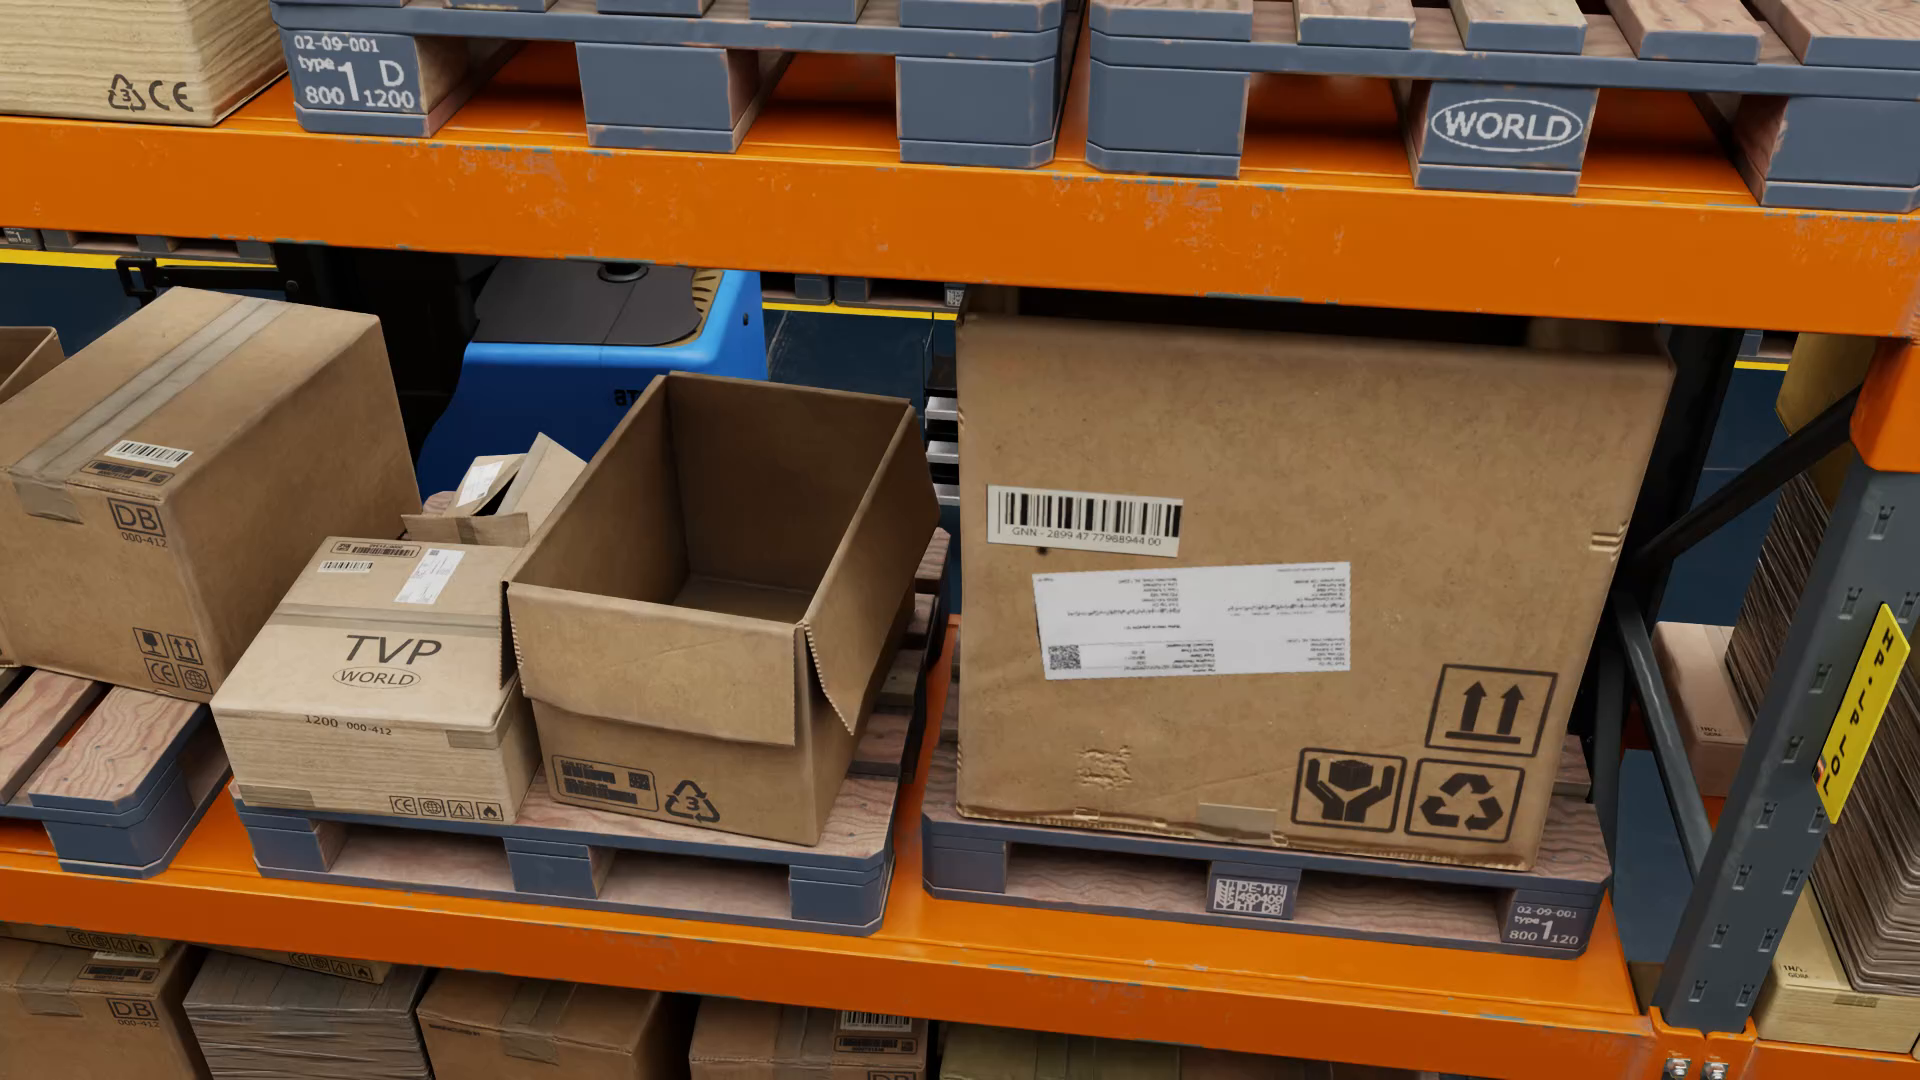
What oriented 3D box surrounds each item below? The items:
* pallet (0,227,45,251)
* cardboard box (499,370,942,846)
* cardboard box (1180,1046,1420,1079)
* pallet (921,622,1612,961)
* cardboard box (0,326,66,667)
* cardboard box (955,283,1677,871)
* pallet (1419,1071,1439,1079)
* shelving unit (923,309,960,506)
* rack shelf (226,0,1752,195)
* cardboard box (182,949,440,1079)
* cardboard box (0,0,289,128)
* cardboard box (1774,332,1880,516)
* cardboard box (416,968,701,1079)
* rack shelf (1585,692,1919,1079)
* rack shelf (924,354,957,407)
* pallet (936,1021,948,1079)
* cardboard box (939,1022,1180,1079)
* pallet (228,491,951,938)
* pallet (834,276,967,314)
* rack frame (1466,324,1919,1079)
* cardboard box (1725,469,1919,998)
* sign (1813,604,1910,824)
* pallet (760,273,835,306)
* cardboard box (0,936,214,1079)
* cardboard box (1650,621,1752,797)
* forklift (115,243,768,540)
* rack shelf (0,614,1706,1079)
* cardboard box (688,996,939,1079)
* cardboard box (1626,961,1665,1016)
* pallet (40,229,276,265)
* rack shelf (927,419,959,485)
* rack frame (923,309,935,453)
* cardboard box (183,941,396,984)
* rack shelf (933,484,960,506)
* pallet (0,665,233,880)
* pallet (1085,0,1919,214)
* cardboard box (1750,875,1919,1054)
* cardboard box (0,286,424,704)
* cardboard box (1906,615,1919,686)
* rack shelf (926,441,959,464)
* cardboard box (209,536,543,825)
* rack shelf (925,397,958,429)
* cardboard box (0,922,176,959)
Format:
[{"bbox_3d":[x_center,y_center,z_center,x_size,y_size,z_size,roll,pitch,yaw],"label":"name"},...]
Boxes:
[{"bbox_3d":[-5.107,-1.853,8.664,1.213,0.211,1.003,4,36,6],"label":"pallet"},{"bbox_3d":[-0.407,0.110,3.063,0.637,0.503,0.797,8,36,11],"label":"cardboard box"},{"bbox_3d":[0.717,1.178,3.790,0.500,0.500,0.700,2,36,2],"label":"cardboard box"},{"bbox_3d":[0.584,0.336,3.363,1.213,0.211,1.003,4,36,6],"label":"pallet"},{"bbox_3d":[-2.103,-0.093,3.350,0.500,0.500,0.500,0,36,0],"label":"cardboard box"},{"bbox_3d":[0.554,-0.157,3.009,1.000,1.000,1.000,4,36,6],"label":"cardboard box"},{"bbox_3d":[0.551,1.476,4.000,1.213,0.211,1.003,4,36,6],"label":"pallet"},{"bbox_3d":[3.554,-4.564,9.896,5.845,3.194,12.311,4,36,6],"label":"shelving unit"},{"bbox_3d":[-0.660,-0.787,2.578,3.809,0.052,0.919,4,36,6],"label":"rack shelf"},{"bbox_3d":[-1.425,1.012,4.023,0.500,0.500,0.700,1,36,2],"label":"cardboard box"},{"bbox_3d":[-1.190,-0.806,2.344,0.500,0.250,0.500,5,36,7],"label":"cardboard box"},{"bbox_3d":[1.805,-0.296,2.880,0.500,0.500,0.500,4,36,6],"label":"cardboard box"},{"bbox_3d":[-0.862,1.050,3.970,0.500,0.500,0.700,7,36,10],"label":"cardboard box"},{"bbox_3d":[3.307,0.839,3.112,4.000,0.370,1.077,4,36,6],"label":"rack shelf"},{"bbox_3d":[3.556,-4.828,9.708,5.840,2.546,12.311,4,36,6],"label":"rack shelf"},{"bbox_3d":[-0.662,1.387,4.124,1.213,0.211,1.003,4,36,6],"label":"pallet"},{"bbox_3d":[0.247,1.132,3.854,0.500,0.500,0.700,4,36,6],"label":"cardboard box"},{"bbox_3d":[-0.675,0.303,3.409,1.213,0.211,1.003,4,36,6],"label":"pallet"},{"bbox_3d":[0.067,-1.420,8.058,1.213,0.211,1.003,4,36,6],"label":"pallet"},{"bbox_3d":[1.324,0.398,3.110,0.127,3.000,1.000,4,36,6],"label":"rack frame"},{"bbox_3d":[1.762,0.305,2.898,0.500,0.500,0.875,4,36,6],"label":"cardboard box"},{"bbox_3d":[1.257,0.247,2.326,0.005,0.325,0.100,4,36,6],"label":"sign"},{"bbox_3d":[-1.139,-1.512,8.186,1.213,0.211,1.003,4,36,6],"label":"pallet"},{"bbox_3d":[-1.977,0.978,4.070,0.500,0.500,0.700,2,36,3],"label":"cardboard box"},{"bbox_3d":[1.574,0.347,3.398,0.250,0.149,0.380,4,36,6],"label":"cardboard box"},{"bbox_3d":[-2.640,0.789,2.622,3.443,2.935,8.118,2,36,2],"label":"forklift"},{"bbox_3d":[-0.660,0.543,3.527,4.000,0.370,1.077,4,36,6],"label":"rack shelf"},{"bbox_3d":[-0.308,1.091,3.912,0.500,0.500,0.700,1,36,2],"label":"cardboard box"},{"bbox_3d":[1.715,1.297,3.641,0.500,0.500,0.500,3,36,5],"label":"cardboard box"},{"bbox_3d":[-3.893,-1.764,8.540,1.213,0.211,1.003,4,36,6],"label":"pallet"},{"bbox_3d":[-0.008,-0.338,6.010,0.200,0.252,0.258,4,36,6],"label":"rack shelf"},{"bbox_3d":[-0.109,-0.374,6.000,0.006,0.900,0.240,4,36,6],"label":"rack frame"},{"bbox_3d":[-1.448,0.701,3.814,0.500,0.250,0.500,8,36,11],"label":"cardboard box"},{"bbox_3d":[-0.008,-0.193,6.113,0.200,0.077,0.258,4,36,6],"label":"rack shelf"},{"bbox_3d":[-1.923,0.171,3.593,1.003,0.211,1.213,4,36,6],"label":"pallet"},{"bbox_3d":[0.725,-0.854,2.444,1.003,0.211,1.213,4,36,6],"label":"pallet"},{"bbox_3d":[1.499,0.689,2.918,0.250,0.149,0.380,4,36,6],"label":"cardboard box"},{"bbox_3d":[-1.537,-0.109,3.373,0.500,0.500,0.700,9,37,13],"label":"cardboard box"},{"bbox_3d":[1.738,0.009,2.453,0.500,0.500,0.500,4,36,6],"label":"cardboard box"},{"bbox_3d":[-0.008,-0.340,6.009,0.200,0.077,0.258,4,36,6],"label":"rack shelf"},{"bbox_3d":[-1.011,0.249,3.087,0.500,0.250,0.500,3,36,5],"label":"cardboard box"},{"bbox_3d":[-0.008,-0.486,5.904,0.200,0.077,0.258,4,36,6],"label":"rack shelf"},{"bbox_3d":[-1.975,0.667,3.860,0.500,0.250,0.500,6,36,8],"label":"cardboard box"}]
